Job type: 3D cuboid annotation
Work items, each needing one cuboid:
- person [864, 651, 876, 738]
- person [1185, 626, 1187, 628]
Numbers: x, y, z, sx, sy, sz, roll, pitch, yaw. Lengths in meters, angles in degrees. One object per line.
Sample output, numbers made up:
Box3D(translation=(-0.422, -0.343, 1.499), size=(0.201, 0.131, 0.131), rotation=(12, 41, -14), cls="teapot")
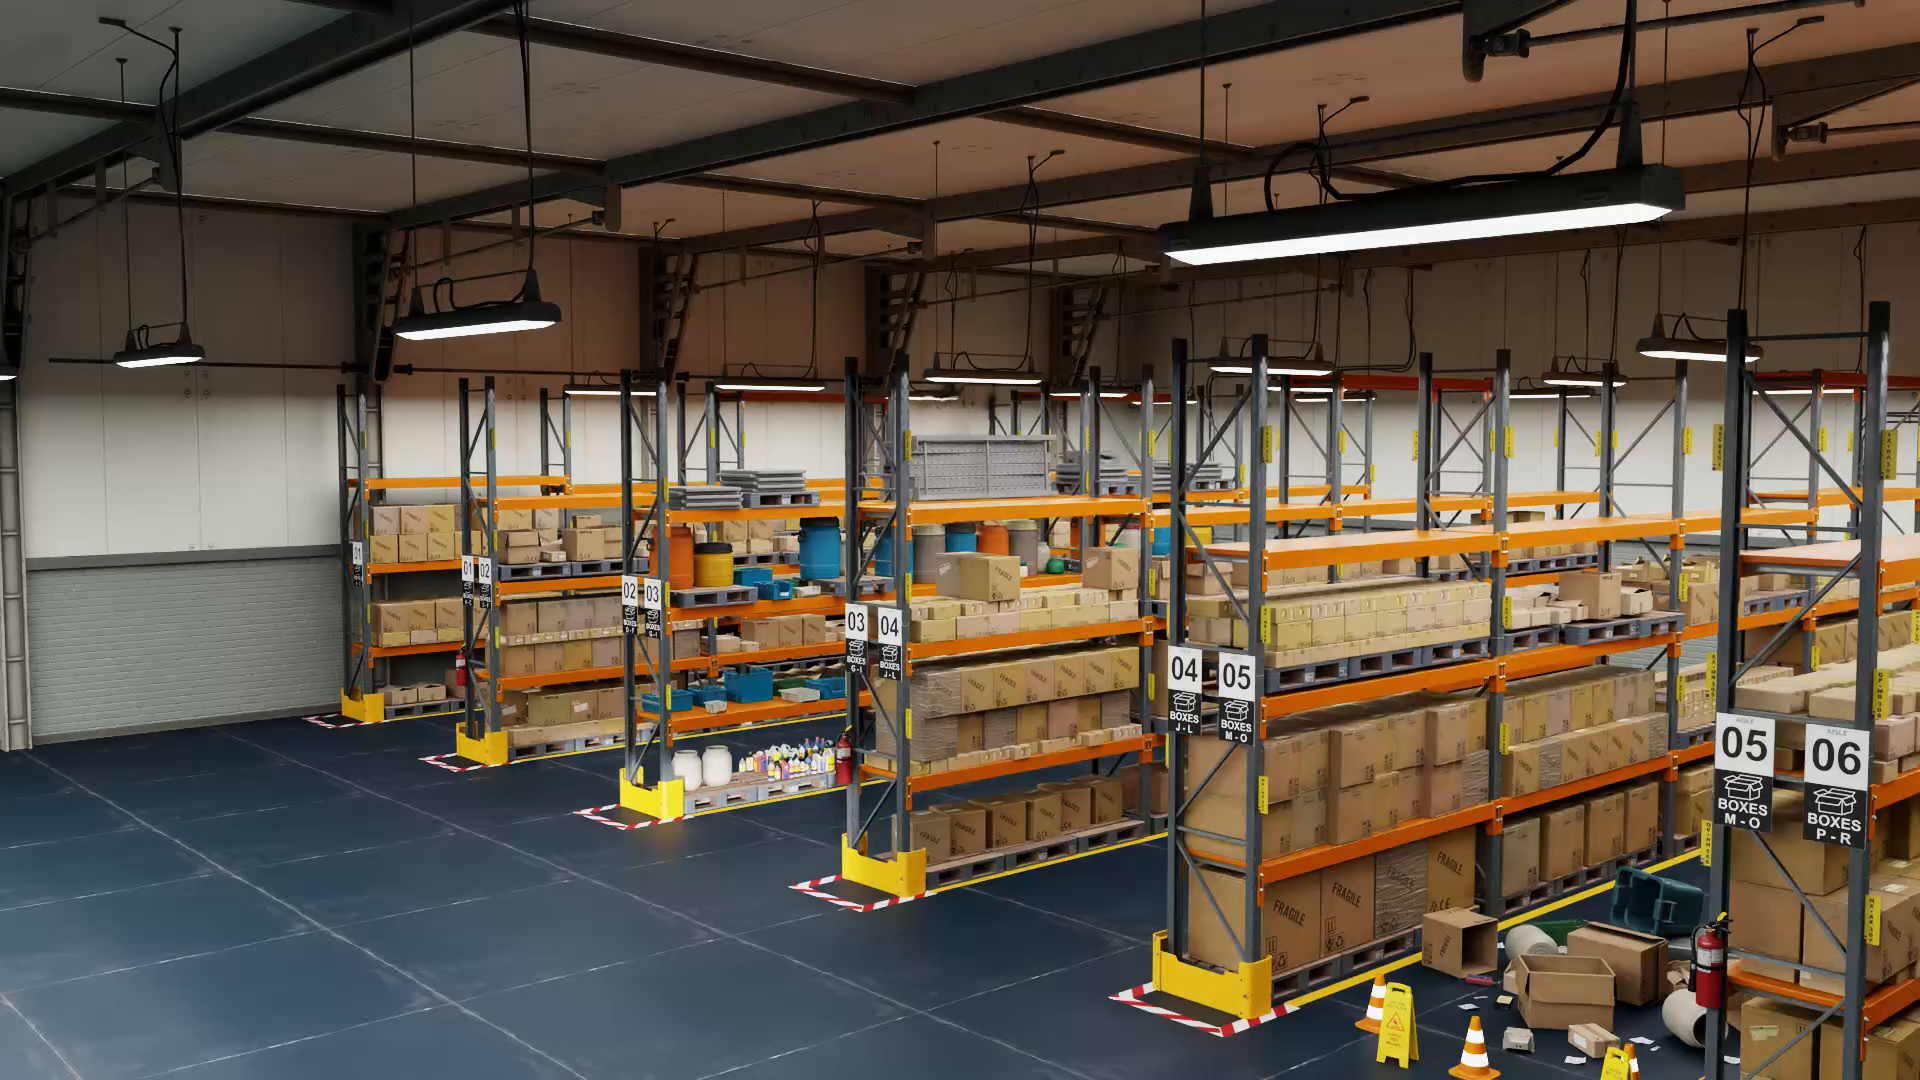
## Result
Box3D(translation=(-1.654, 2.498, 27.862), size=(0.656, 1.673, 0.587), rotation=(4, 5, 44), cls="person")
Box3D(translation=(4.829, 2.120, 34.740), size=(0.564, 1.556, 0.523), rotation=(3, 5, 39), cls="person")
